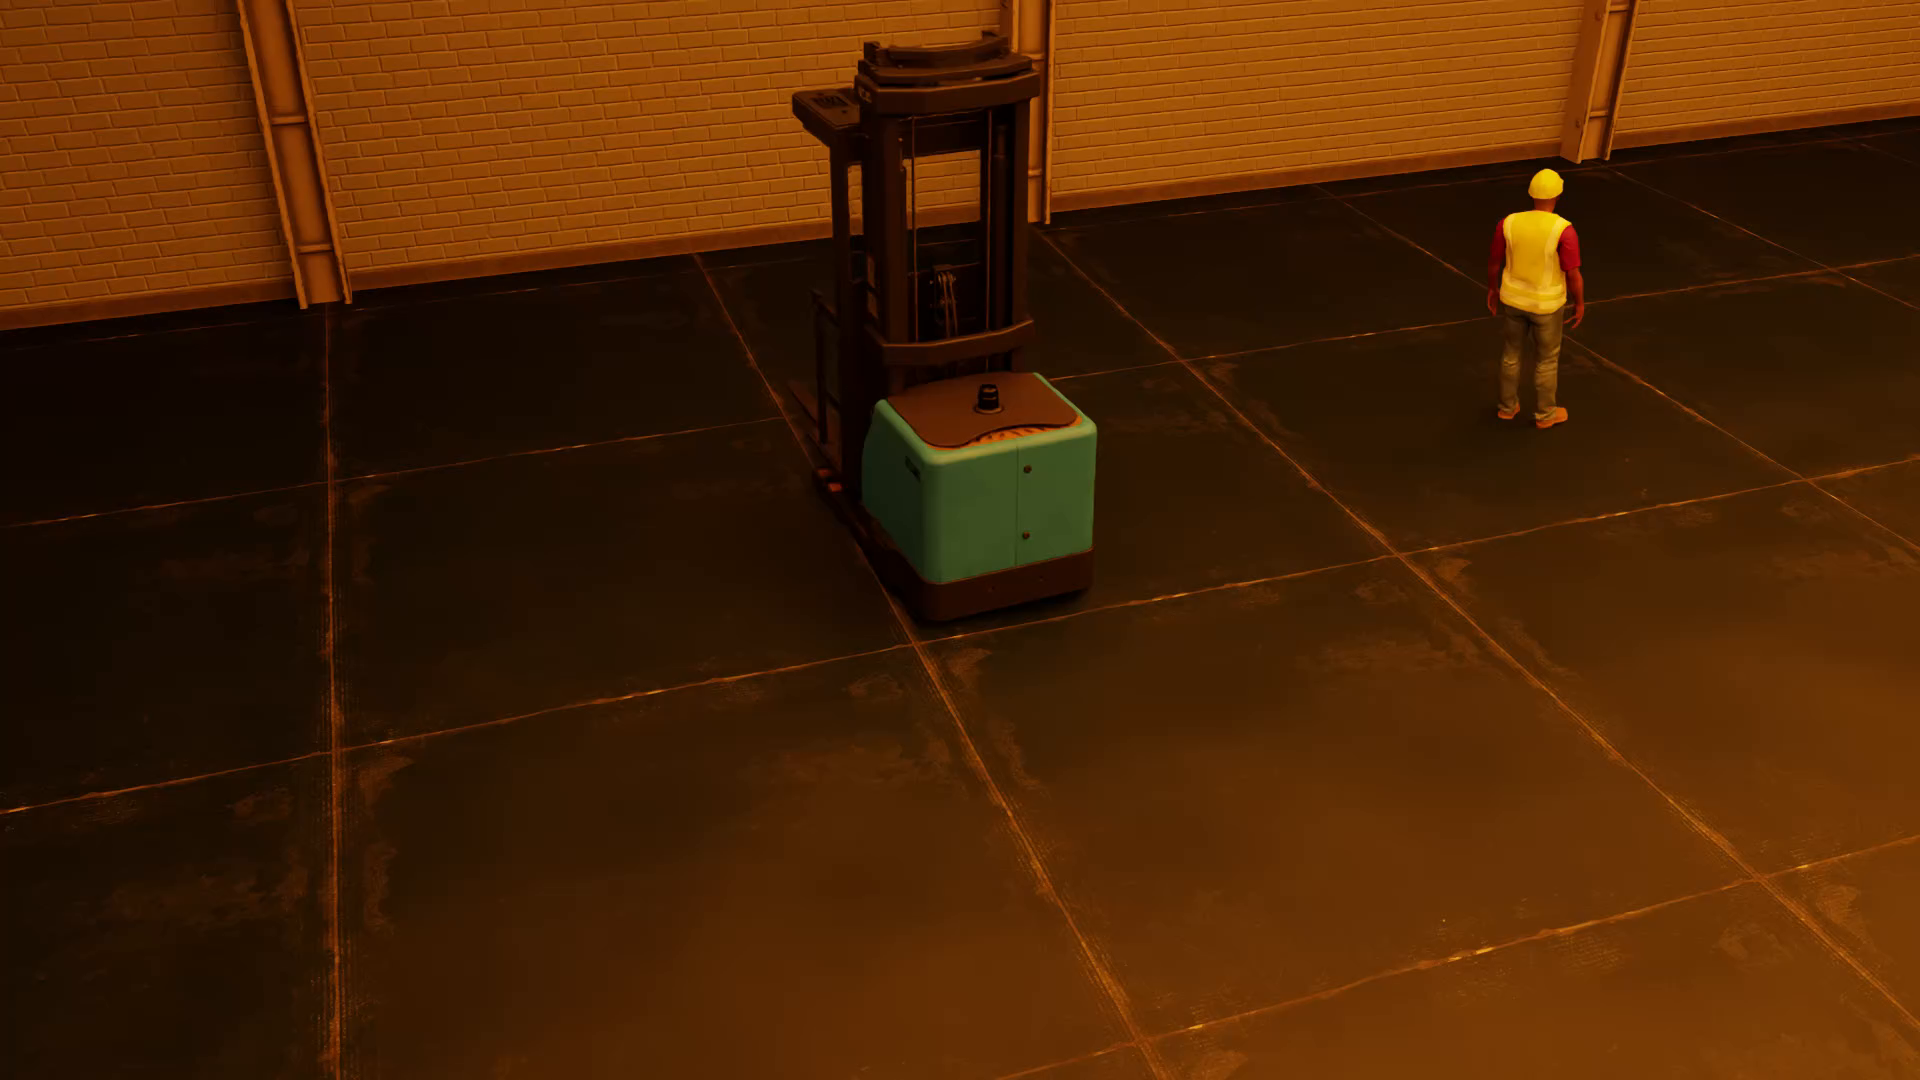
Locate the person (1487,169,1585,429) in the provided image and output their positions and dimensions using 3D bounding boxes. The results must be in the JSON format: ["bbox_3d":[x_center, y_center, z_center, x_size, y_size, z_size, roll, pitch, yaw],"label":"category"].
[{"bbox_3d":[3.838,-1.609,11.050,0.663,1.773,0.536,24,38,35],"label":"person"}]

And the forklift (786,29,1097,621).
[{"bbox_3d":[-0.290,-1.542,9.767,1.130,2.935,3.031,-12,32,-20],"label":"forklift"}]
